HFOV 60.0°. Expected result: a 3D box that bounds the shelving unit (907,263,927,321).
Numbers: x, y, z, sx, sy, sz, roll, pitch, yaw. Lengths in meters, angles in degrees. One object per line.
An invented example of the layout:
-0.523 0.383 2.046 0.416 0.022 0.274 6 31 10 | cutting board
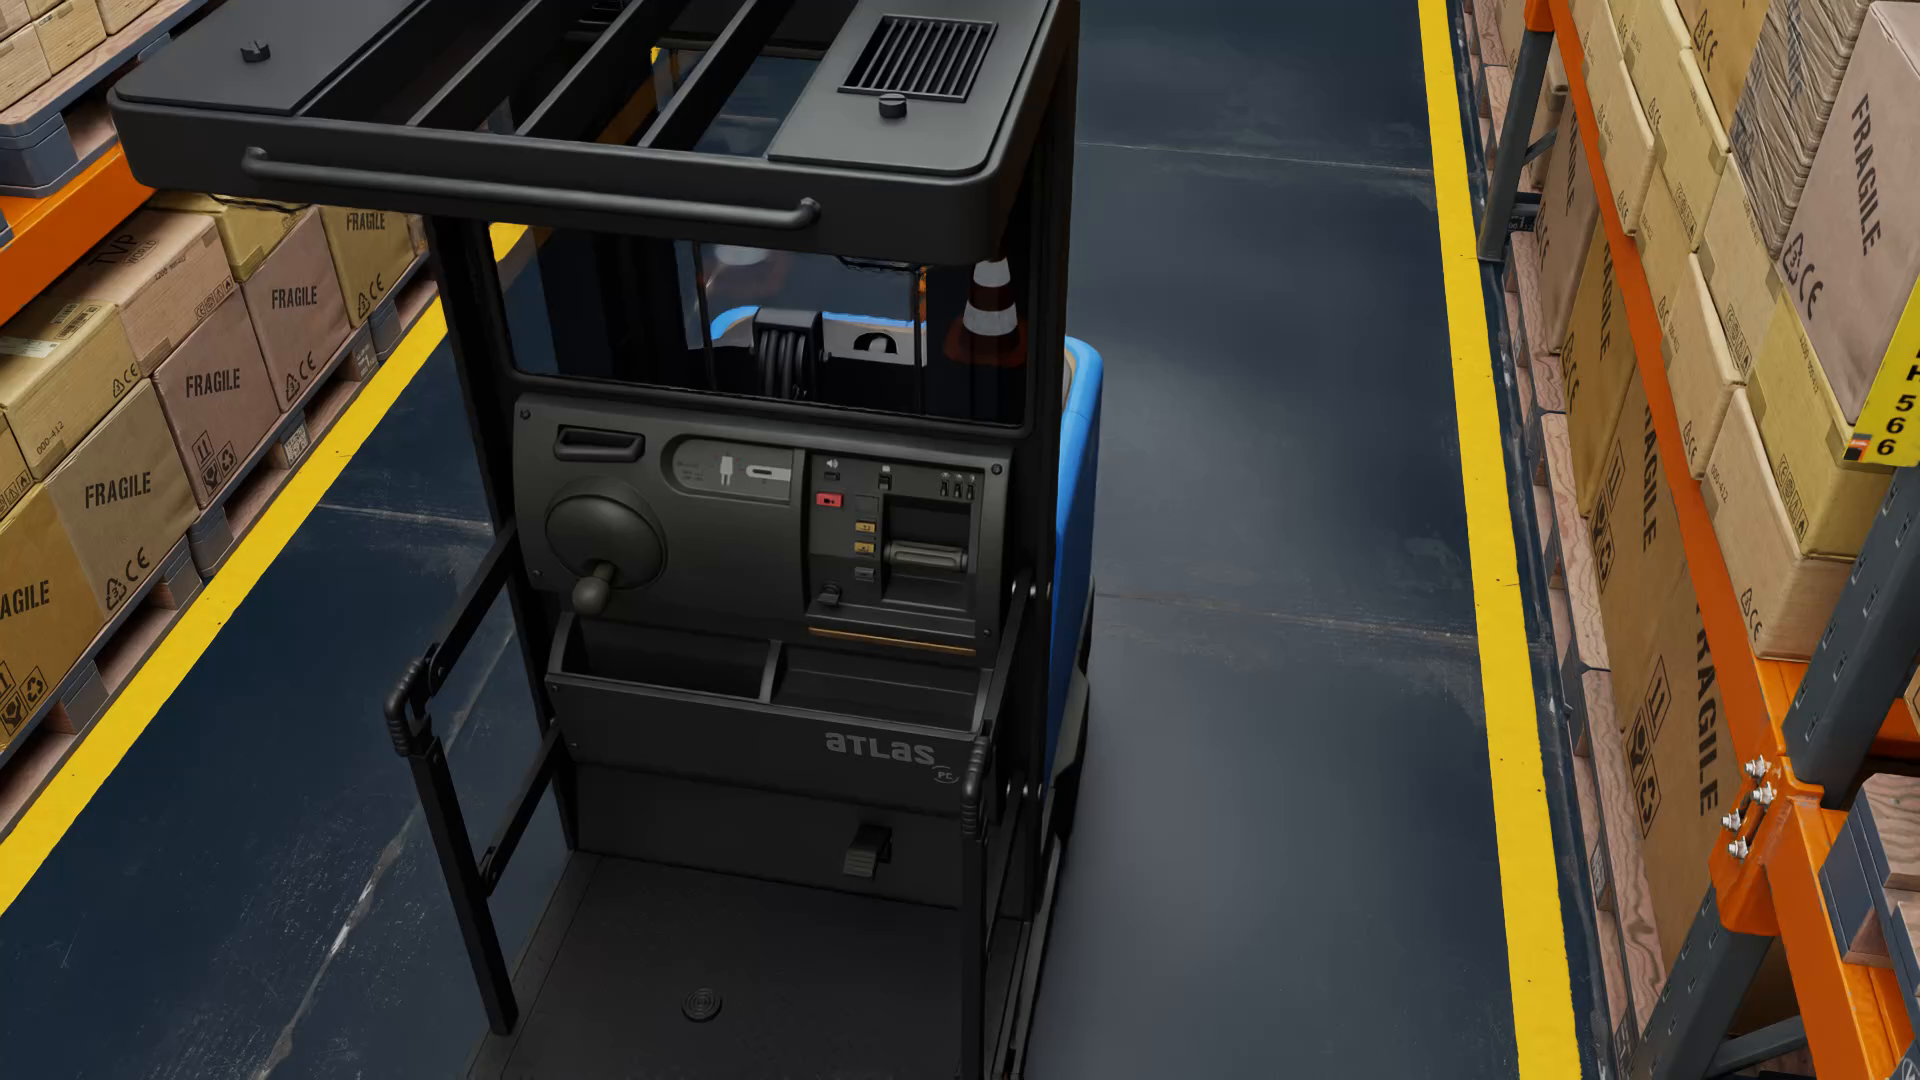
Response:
-0.002 -0.453 4.857 0.258 1.200 0.189 6 40 8 | shelving unit

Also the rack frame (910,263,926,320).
-0.018 -0.396 4.787 0.240 1.200 0.006 6 40 8 | rack frame

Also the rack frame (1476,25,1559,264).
2.552 -2.240 5.606 1.000 3.000 0.127 6 40 8 | rack frame

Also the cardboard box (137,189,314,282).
-2.400 -1.060 5.222 0.500 0.250 0.500 5 40 6 | cardboard box

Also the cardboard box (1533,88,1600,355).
2.524 -1.185 5.667 0.875 0.875 0.875 8 40 9 | cardboard box

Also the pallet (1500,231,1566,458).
2.493 -0.673 5.898 1.003 0.211 1.213 6 40 8 | pallet

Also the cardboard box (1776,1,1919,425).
1.692 -0.507 2.646 0.500 0.500 0.500 5 40 6 | cardboard box

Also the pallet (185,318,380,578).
-2.683 -0.391 5.558 1.003 0.211 1.213 6 40 8 | pallet

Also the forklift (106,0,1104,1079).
-0.411 0.051 2.888 1.130 2.935 3.031 7 40 8 | forklift

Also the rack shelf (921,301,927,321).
-0.002 -0.604 4.732 0.258 0.103 0.180 6 40 8 | rack shelf

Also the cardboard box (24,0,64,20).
-2.530 -1.482 4.322 0.380 0.149 0.250 6 40 7 | cardboard box

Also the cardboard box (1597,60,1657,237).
1.928 -0.978 4.196 0.500 0.250 0.500 6 40 7 | cardboard box

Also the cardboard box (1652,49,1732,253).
1.847 -0.842 3.640 0.500 0.250 0.500 5 40 7 | cardboard box

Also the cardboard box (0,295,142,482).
-2.587 -0.424 4.453 0.500 0.250 0.500 6 40 7 | cardboard box

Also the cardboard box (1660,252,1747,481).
1.765 -0.340 3.425 0.500 0.250 0.500 7 40 8 | cardboard box

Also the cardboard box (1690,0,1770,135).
1.865 -1.141 3.413 0.500 0.500 0.500 6 40 8 | cardboard box

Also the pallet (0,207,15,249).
-3.015 -0.597 3.769 1.213 0.211 1.003 6 40 8 | pallet

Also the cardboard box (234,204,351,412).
-2.403 -0.785 5.478 0.500 0.500 0.500 6 40 7 | cardboard box

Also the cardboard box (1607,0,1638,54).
2.022 -1.486 4.419 0.500 0.250 0.500 7 40 8 | cardboard box

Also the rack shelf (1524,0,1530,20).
2.898 -3.218 7.353 1.077 0.370 4.000 6 40 8 | rack shelf

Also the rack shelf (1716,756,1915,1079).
1.514 1.803 1.280 1.077 0.370 4.000 6 40 8 | rack shelf

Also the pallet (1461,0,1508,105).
2.970 -2.402 7.990 1.003 0.211 1.213 6 40 8 | pallet

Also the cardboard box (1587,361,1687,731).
2.220 -0.057 4.302 0.875 0.875 0.875 7 40 8 | cardboard box

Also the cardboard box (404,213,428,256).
-2.221 -1.429 6.256 0.500 0.500 0.500 6 40 7 | cardboard box

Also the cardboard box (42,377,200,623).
-2.576 -0.142 4.700 0.500 0.500 0.500 7 40 8 | cardboard box

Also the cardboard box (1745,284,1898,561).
1.693 -0.197 2.859 0.500 0.250 0.500 6 40 8 | cardboard box

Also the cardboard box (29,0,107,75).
-2.529 -1.368 4.418 0.380 0.149 0.250 7 40 8 | cardboard box

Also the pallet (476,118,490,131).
-2.259 -2.073 7.592 1.003 0.211 1.213 6 40 8 | pallet

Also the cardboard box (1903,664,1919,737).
1.554 0.212 1.998 0.500 0.500 0.500 5 40 6 | cardboard box

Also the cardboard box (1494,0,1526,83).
2.921 -2.359 7.430 0.875 0.438 0.875 5 40 6 | cardboard box

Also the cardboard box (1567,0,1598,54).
2.128 -1.610 4.962 0.500 0.250 0.500 5 40 7 | cardboard box

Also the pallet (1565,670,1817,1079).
2.071 0.858 4.046 1.003 0.211 1.213 6 40 8 | pallet
